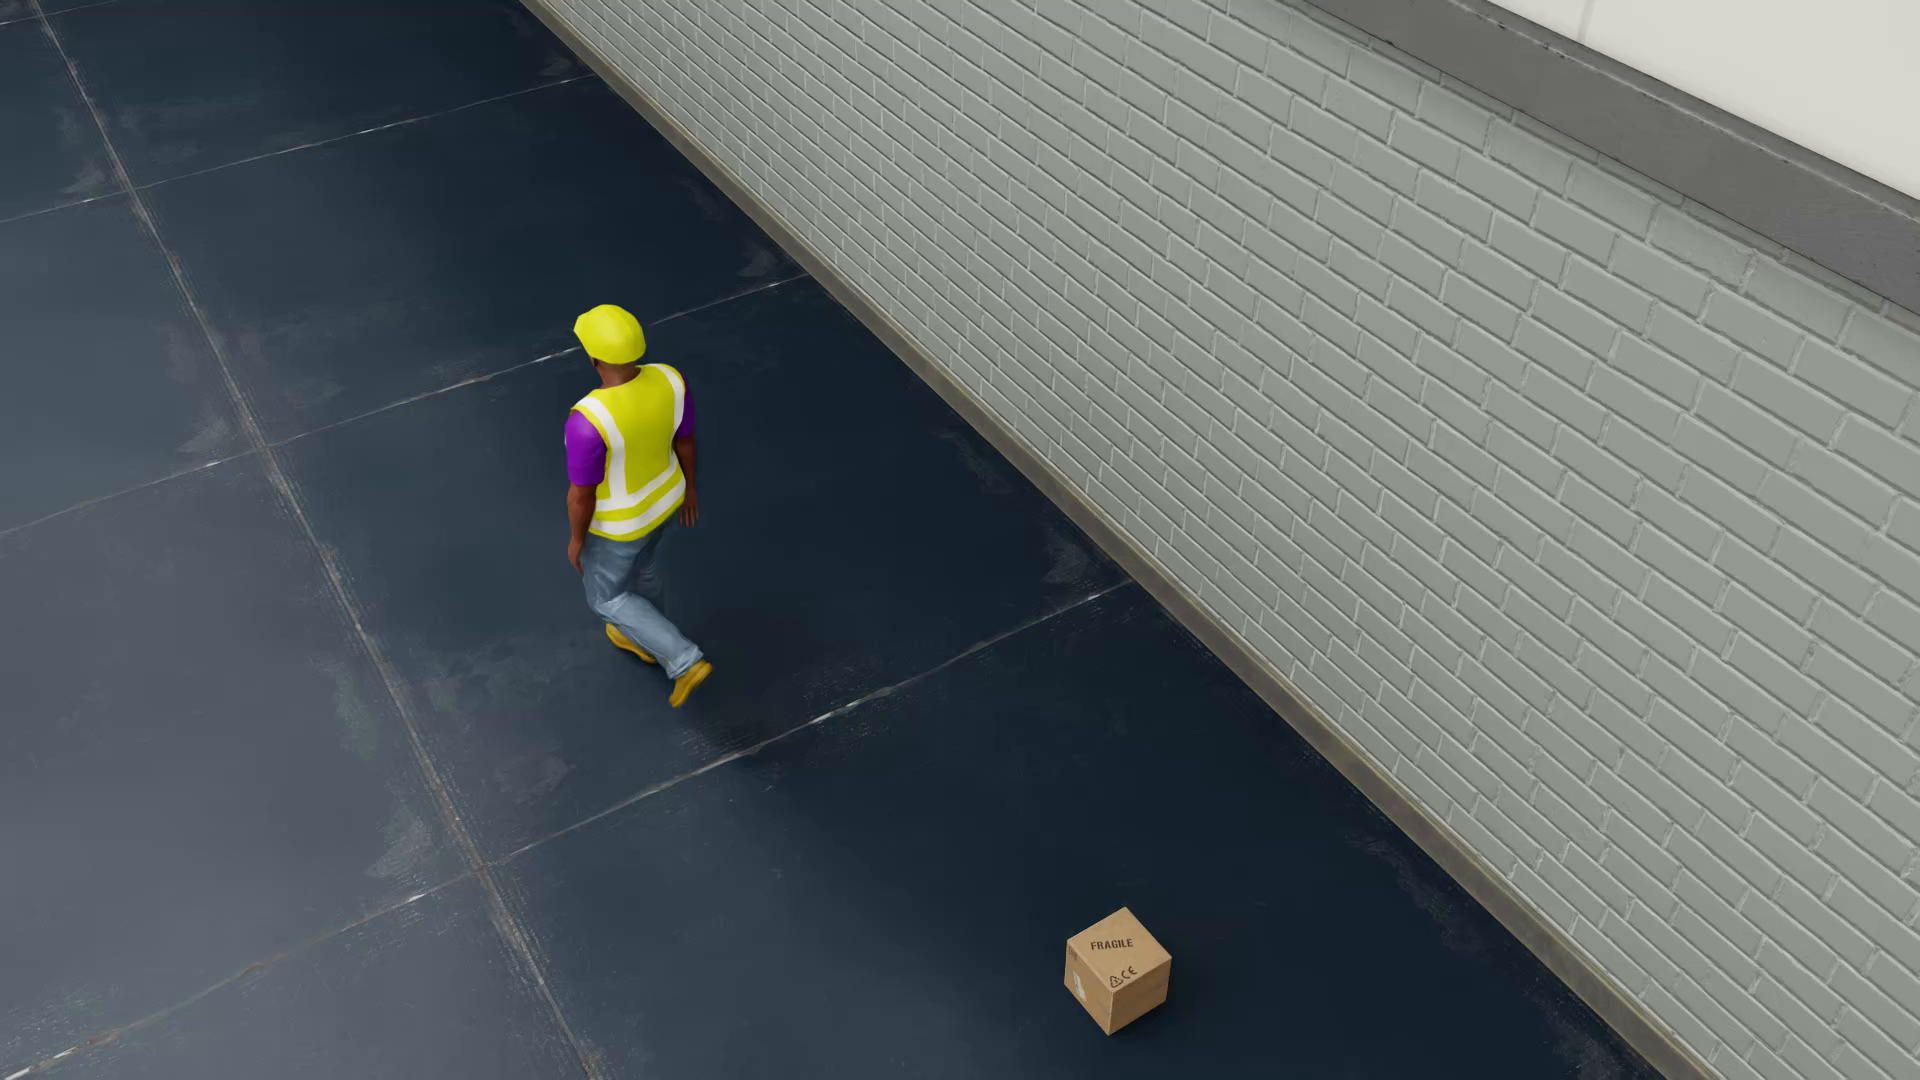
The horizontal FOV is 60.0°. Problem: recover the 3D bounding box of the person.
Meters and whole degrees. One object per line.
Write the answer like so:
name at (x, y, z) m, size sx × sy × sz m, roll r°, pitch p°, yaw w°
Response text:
person at (-1.210, -0.114, 6.242) m, size 0.740 × 1.747 × 0.575 m, roll 25°, pitch 46°, yaw 26°
